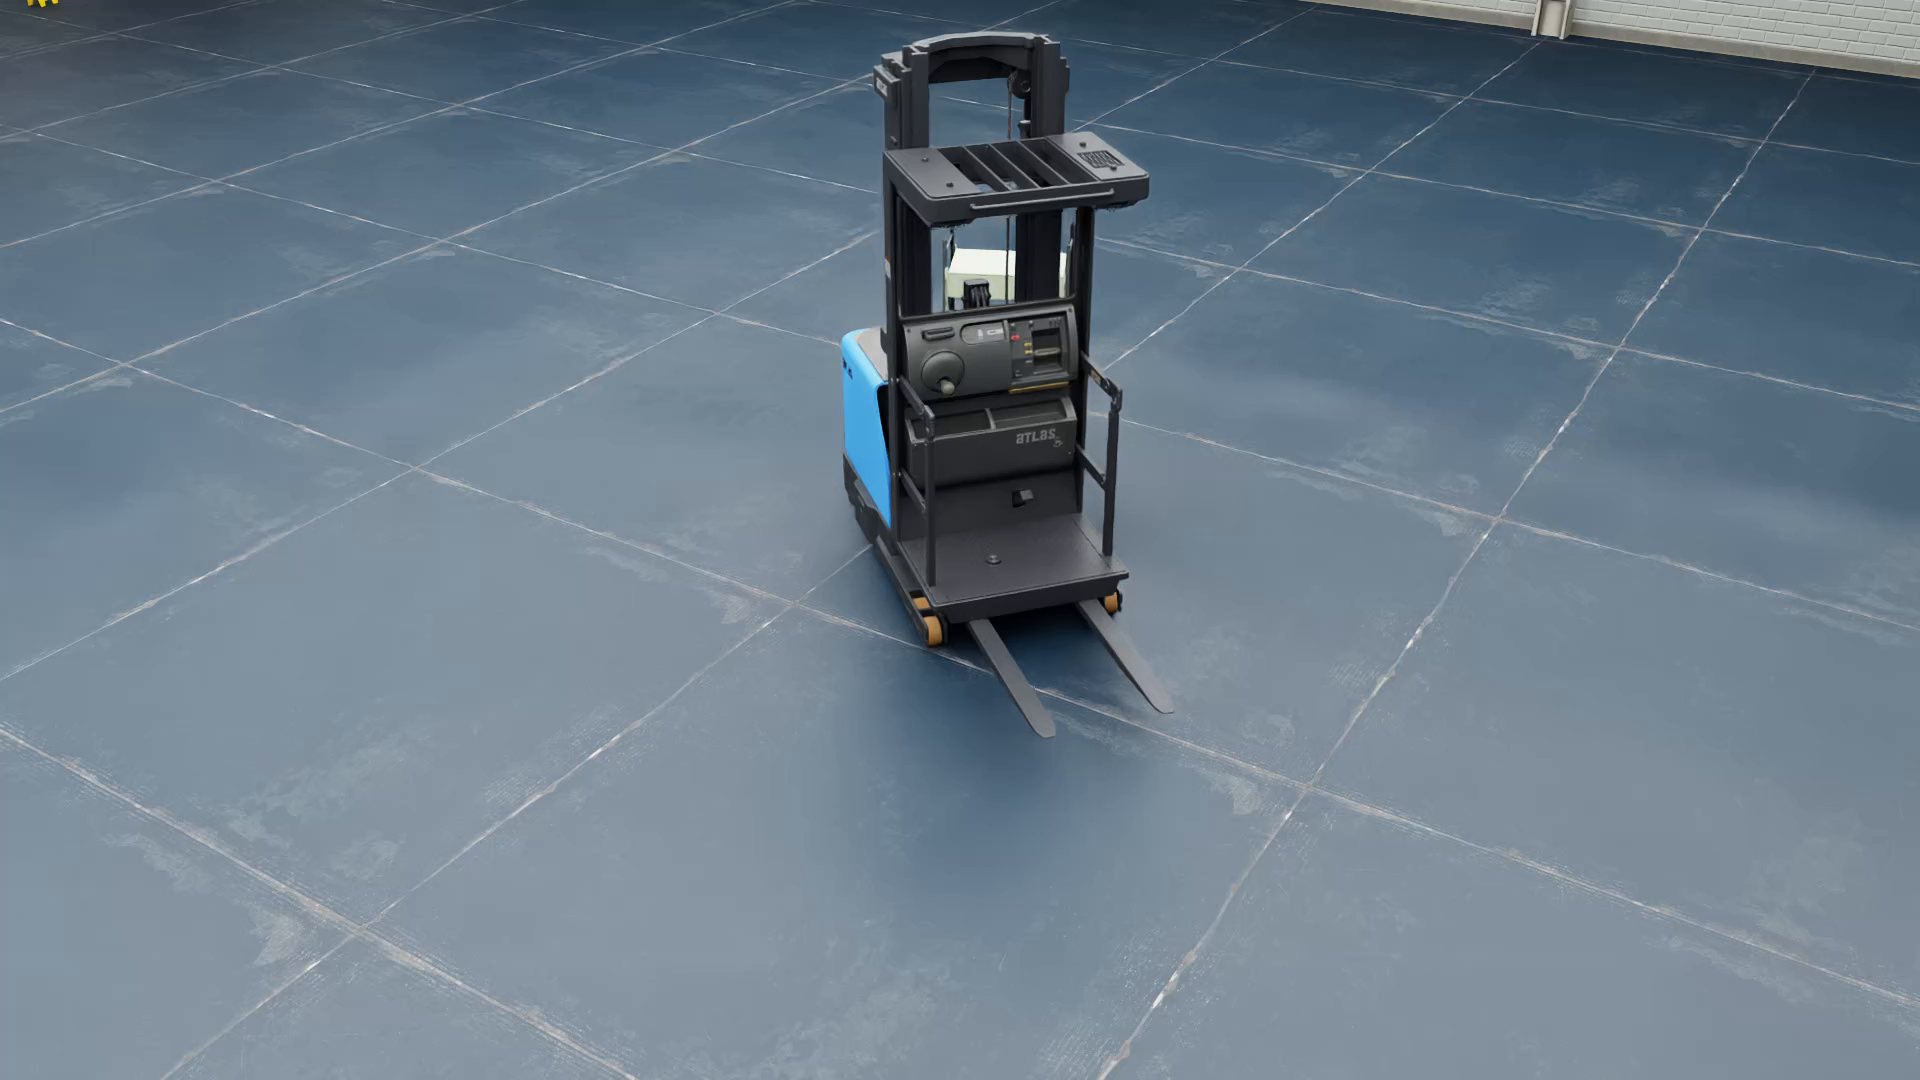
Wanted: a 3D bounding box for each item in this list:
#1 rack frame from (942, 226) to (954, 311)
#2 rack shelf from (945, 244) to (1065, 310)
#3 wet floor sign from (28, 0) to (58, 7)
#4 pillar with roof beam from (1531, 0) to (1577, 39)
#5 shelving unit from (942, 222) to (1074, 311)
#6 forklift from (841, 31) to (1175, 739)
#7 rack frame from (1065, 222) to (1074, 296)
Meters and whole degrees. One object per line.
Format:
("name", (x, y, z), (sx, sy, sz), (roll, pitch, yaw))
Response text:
("rack frame", (-0.072, -1.225, 10.362), (0.023, 1.500, 0.400), (4, 30, 6))
("rack shelf", (0.291, -1.539, 10.125), (0.720, 0.370, 0.431), (4, 30, 6))
("wet floor sign", (-12.008, -7.297, 21.617), (0.232, 0.644, 0.267), (12, 32, 19))
("pillar with roof beam", (4.943, -8.238, 14.941), (0.400, 9.000, 9.100), (18, 35, 27))
("shelving unit", (0.291, -1.202, 10.322), (0.755, 1.500, 0.431), (4, 30, 6))
("forklift", (0.234, -0.930, 8.435), (1.130, 2.935, 3.031), (-9, 32, -16))
("rack frame", (0.654, -1.179, 10.282), (0.023, 1.500, 0.400), (4, 30, 6))
